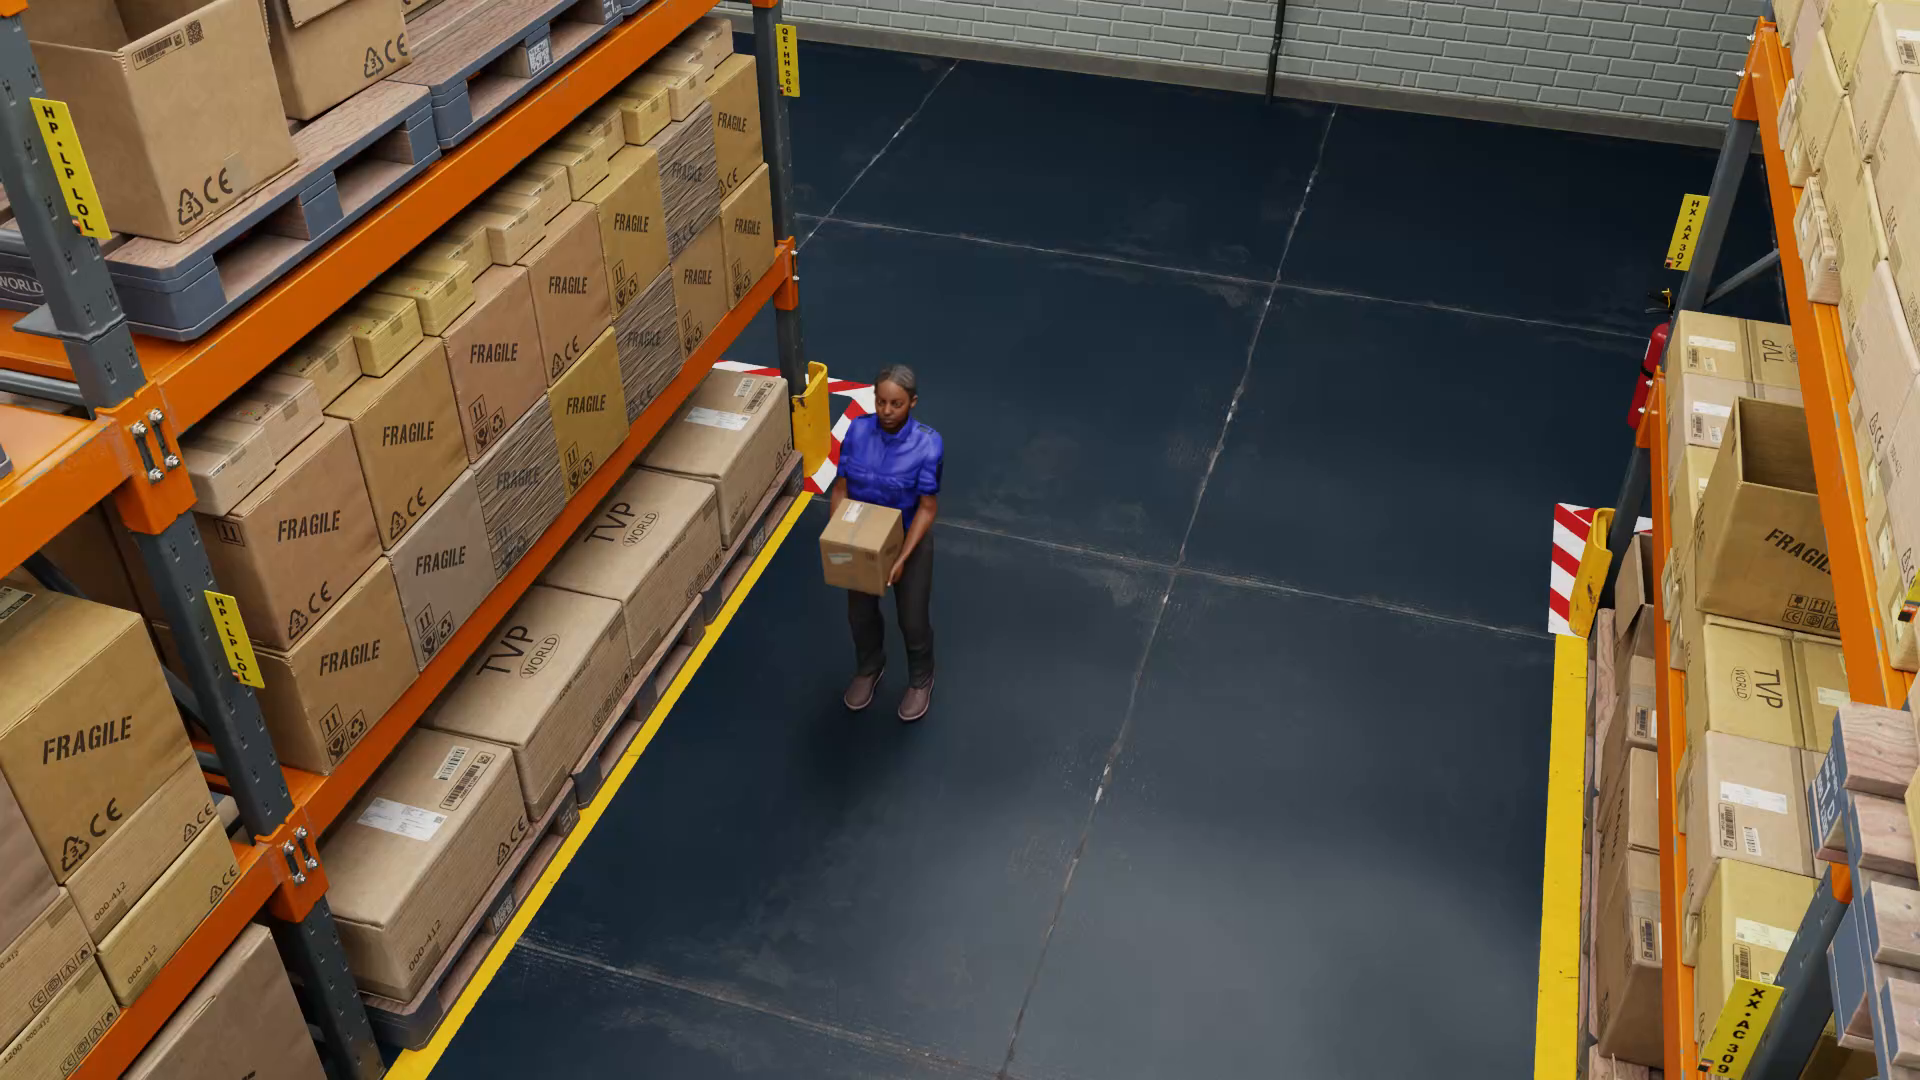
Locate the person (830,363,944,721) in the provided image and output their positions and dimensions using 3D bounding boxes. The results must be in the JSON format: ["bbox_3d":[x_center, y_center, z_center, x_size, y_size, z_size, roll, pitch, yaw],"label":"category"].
[{"bbox_3d":[-0.318,0.064,6.818,0.450,1.646,0.517,12,39,15],"label":"person"}]
